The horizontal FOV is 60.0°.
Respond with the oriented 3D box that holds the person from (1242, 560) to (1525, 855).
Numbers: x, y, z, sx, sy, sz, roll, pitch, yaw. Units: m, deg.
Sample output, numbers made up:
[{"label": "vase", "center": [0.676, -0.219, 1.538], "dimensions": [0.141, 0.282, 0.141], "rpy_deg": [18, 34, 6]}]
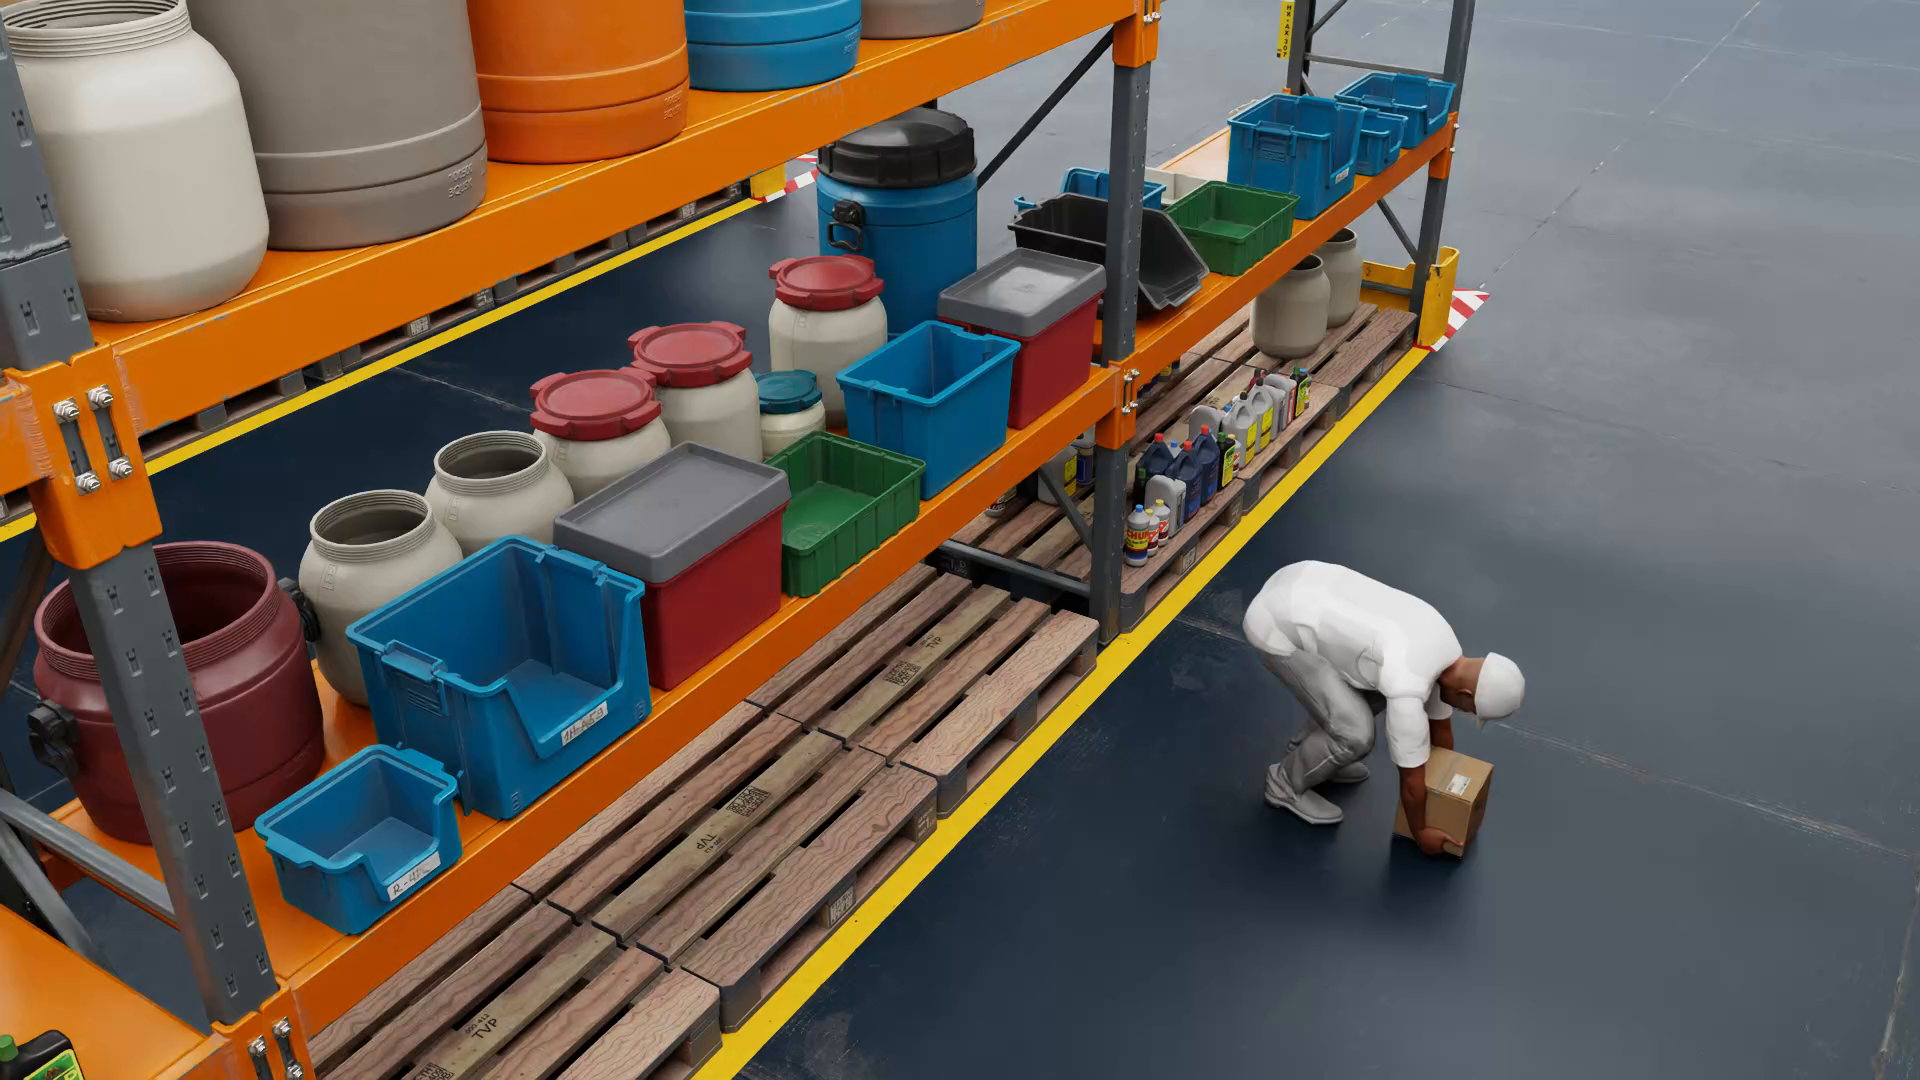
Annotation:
[{"label": "person", "center": [1.485, 0.576, 5.938], "dimensions": [0.974, 0.939, 0.507], "rpy_deg": [16, 34, 25]}]
